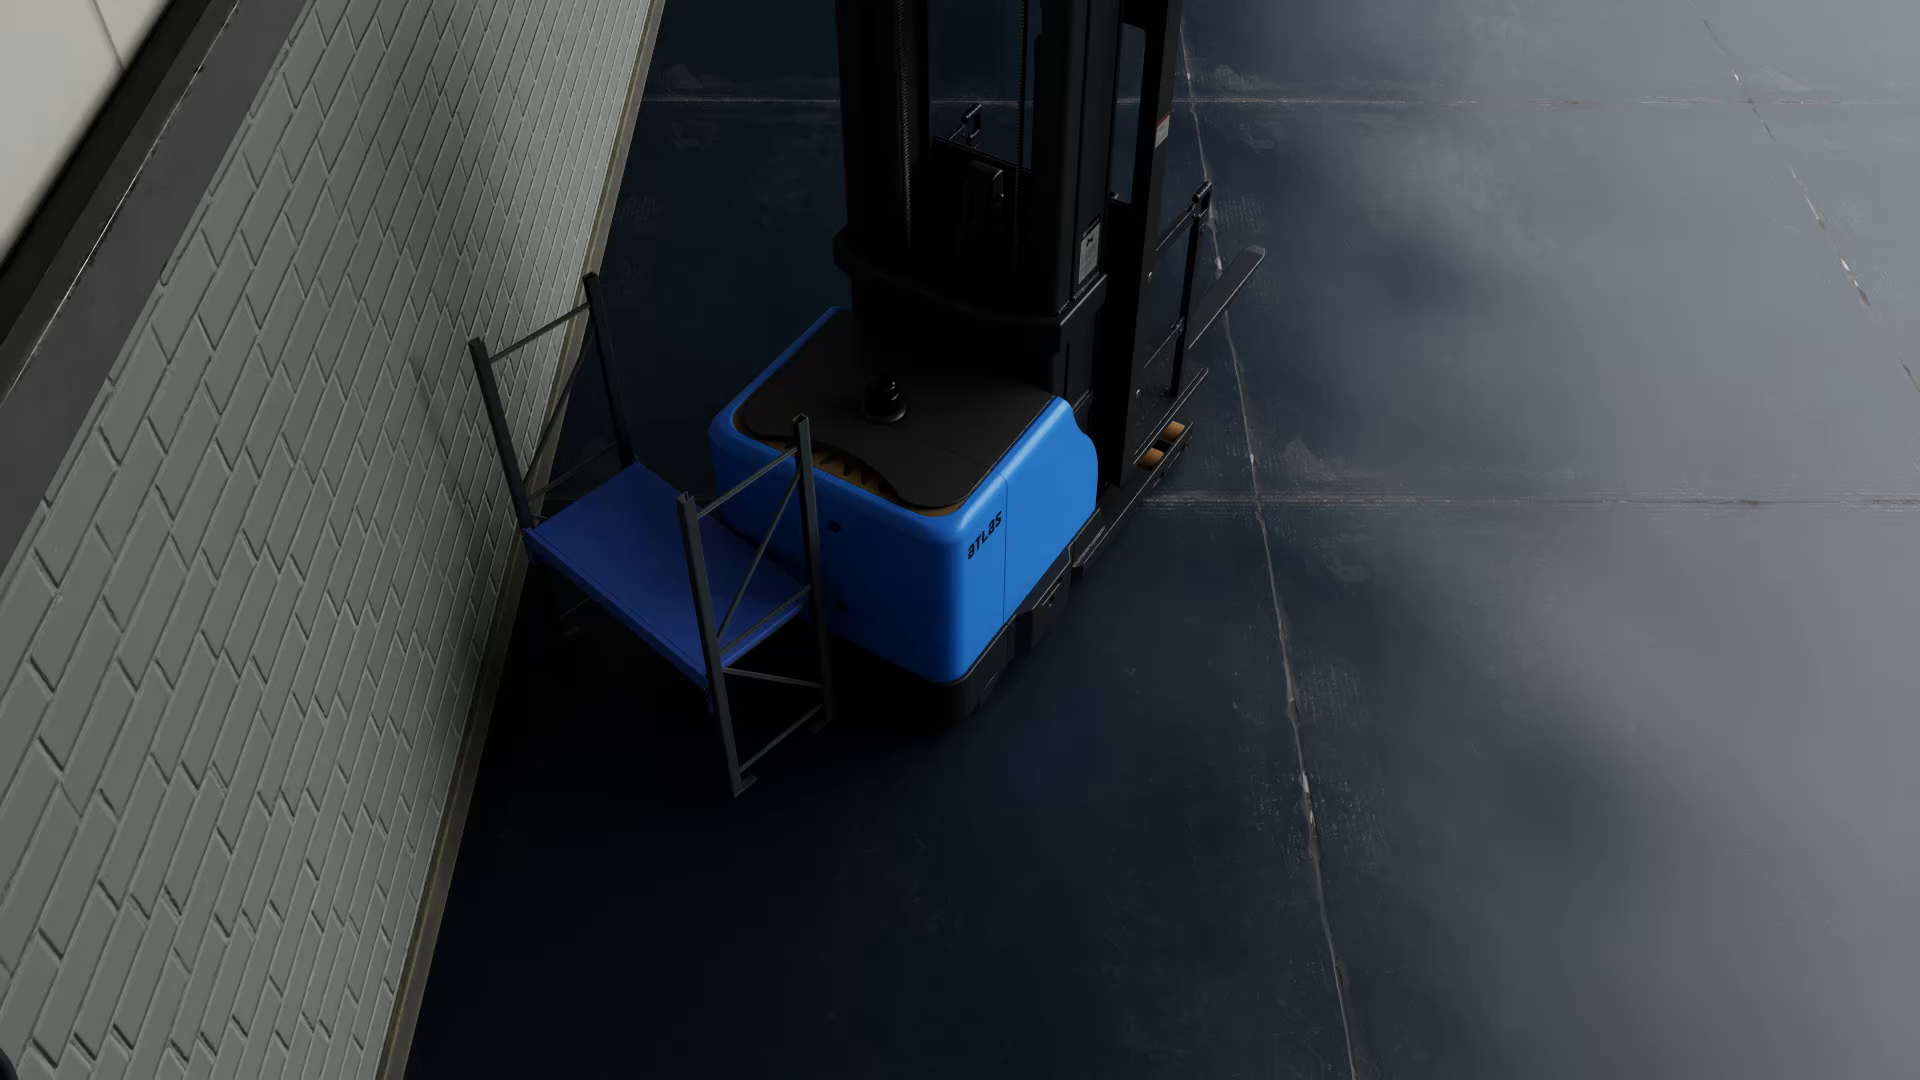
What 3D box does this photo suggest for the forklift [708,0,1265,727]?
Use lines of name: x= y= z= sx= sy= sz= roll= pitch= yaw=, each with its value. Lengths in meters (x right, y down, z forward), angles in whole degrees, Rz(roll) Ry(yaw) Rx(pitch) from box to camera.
forklift: x=0.330 y=-1.385 z=6.037 sx=1.130 sy=2.935 sz=3.031 roll=25 pitch=52 yaw=21

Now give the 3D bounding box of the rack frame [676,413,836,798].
rack frame: x=-0.642 y=0.265 z=5.478 sx=0.032 sy=1.500 sz=0.500 roll=34 pitch=56 yaw=28

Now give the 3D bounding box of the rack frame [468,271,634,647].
rack frame: x=-1.384 y=-0.243 z=5.952 sx=0.032 sy=1.500 sz=0.500 roll=34 pitch=56 yaw=28

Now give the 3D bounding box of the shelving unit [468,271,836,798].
shelving unit: x=-1.013 y=0.011 z=5.715 sx=1.048 sy=1.500 sz=0.538 roll=34 pitch=56 yaw=28

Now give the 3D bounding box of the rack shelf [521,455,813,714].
rack shelf: x=-1.013 y=0.134 z=5.847 sx=1.000 sy=0.185 sz=0.538 roll=34 pitch=56 yaw=28
